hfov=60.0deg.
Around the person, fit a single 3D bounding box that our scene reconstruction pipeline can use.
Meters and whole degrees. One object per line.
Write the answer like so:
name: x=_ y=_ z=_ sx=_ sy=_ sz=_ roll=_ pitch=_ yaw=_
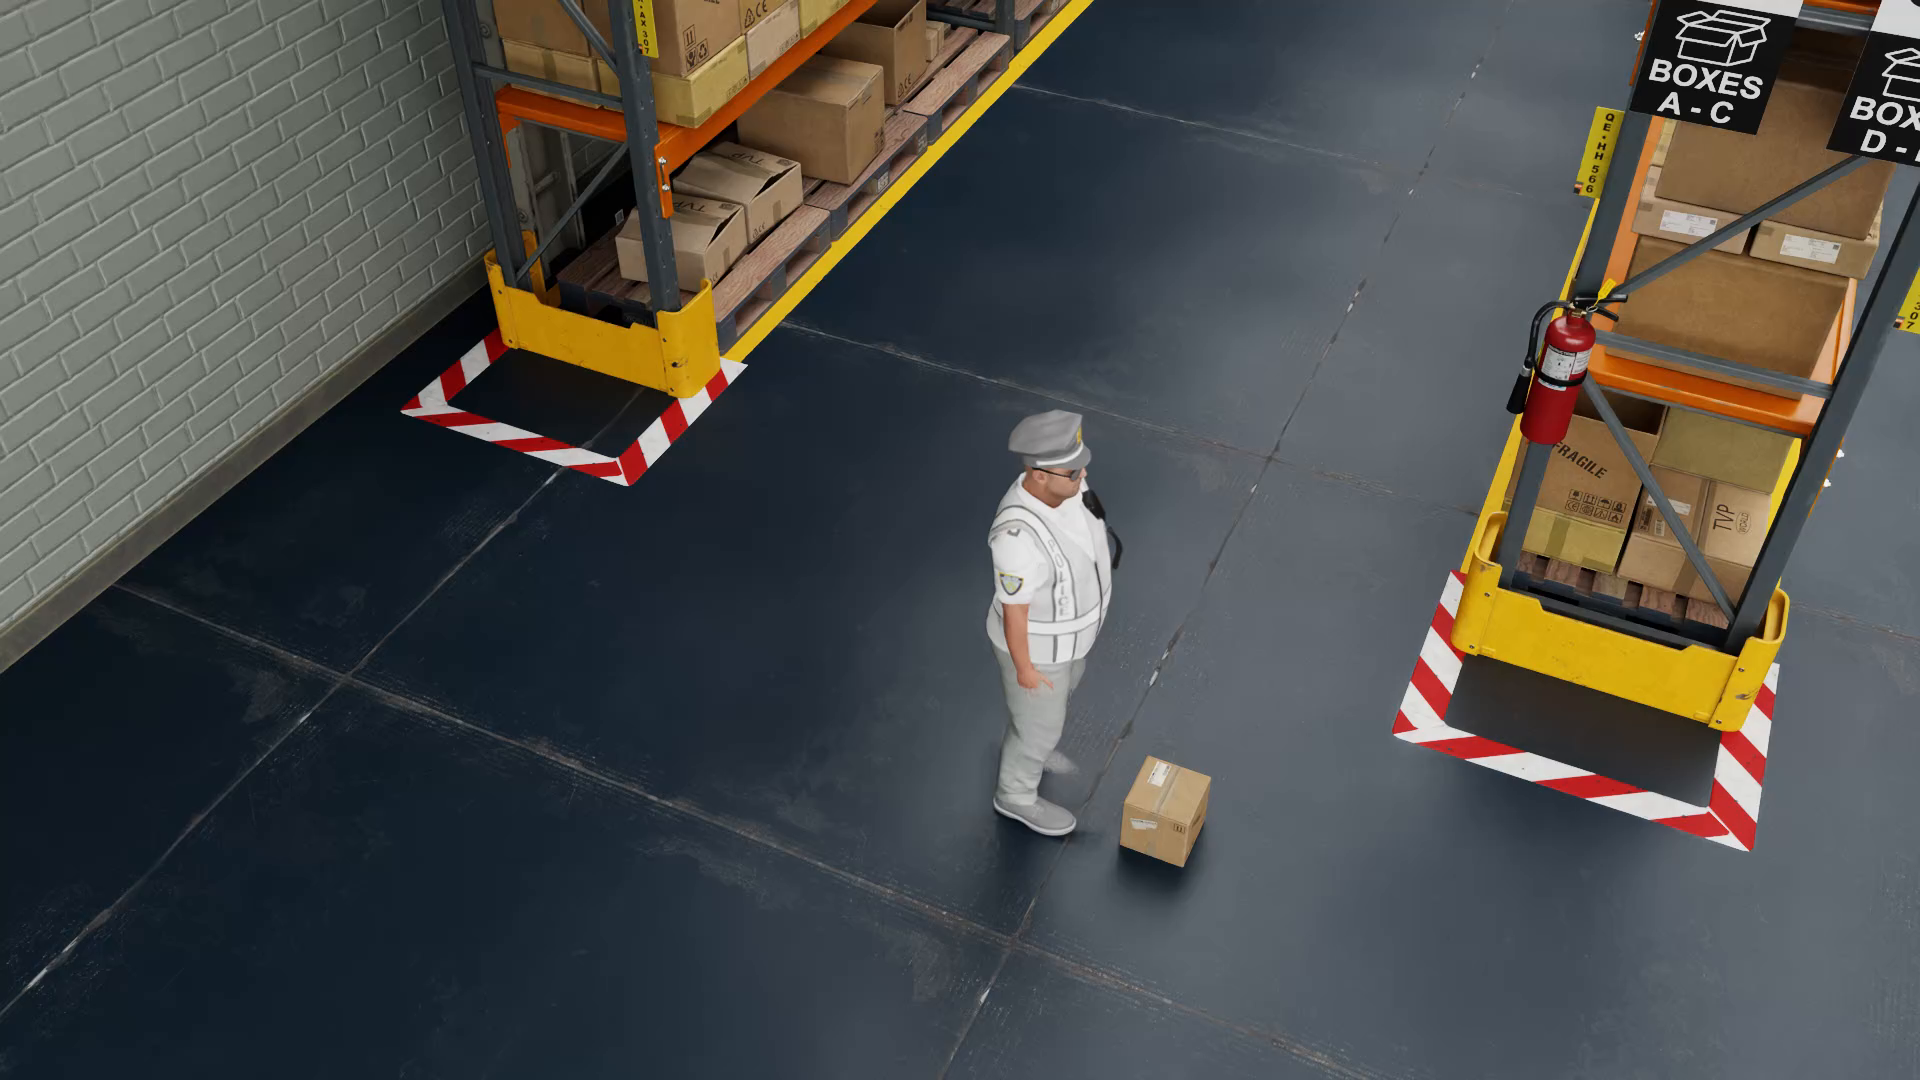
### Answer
person: x=0.315 y=0.313 z=5.833 sx=0.397 sy=1.810 sz=0.527 roll=18 pitch=45 yaw=19
